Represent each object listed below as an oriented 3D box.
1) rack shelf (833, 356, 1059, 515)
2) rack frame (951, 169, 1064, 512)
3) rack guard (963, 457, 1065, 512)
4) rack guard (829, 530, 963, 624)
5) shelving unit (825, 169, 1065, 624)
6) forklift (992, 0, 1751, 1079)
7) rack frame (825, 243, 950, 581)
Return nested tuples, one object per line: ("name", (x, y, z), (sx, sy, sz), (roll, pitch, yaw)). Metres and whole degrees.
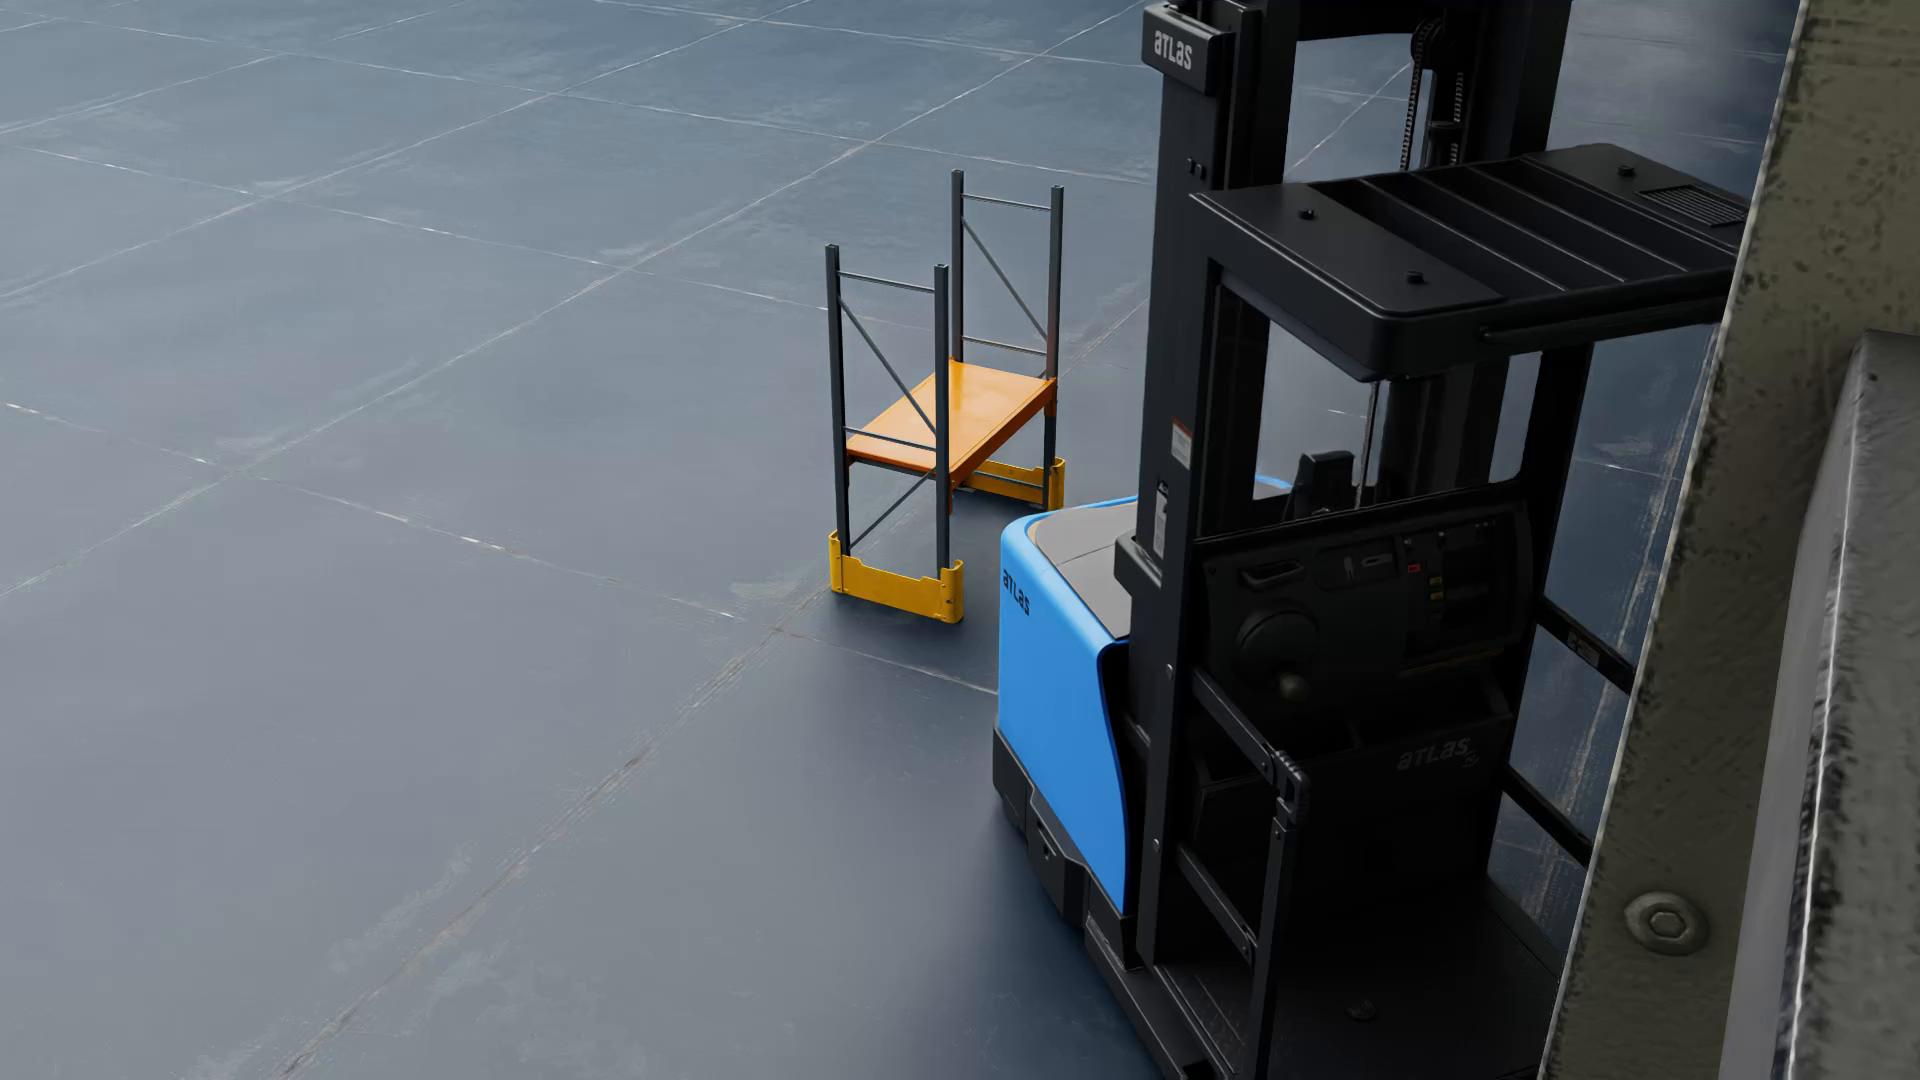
("rack shelf", (-0.039, -0.457, 6.913), (0.538, 0.185, 1.000), (14, 33, 23))
("rack frame", (0.193, -0.838, 7.216), (0.500, 1.500, 0.032), (14, 33, 23))
("rack guard", (0.192, -0.295, 7.526), (0.587, 0.250, 0.087), (14, 33, 23))
("rack guard", (-0.262, 0.146, 6.757), (0.587, 0.250, 0.087), (14, 33, 23))
("shelving unit", (-0.035, -0.617, 6.831), (0.587, 1.500, 1.083), (14, 33, 23))
("forklift", (1.103, 0.197, 3.977), (1.130, 2.935, 3.031), (-11, 32, -18))
("rack frame", (-0.270, -0.387, 6.431), (0.500, 1.500, 0.032), (14, 33, 23))
